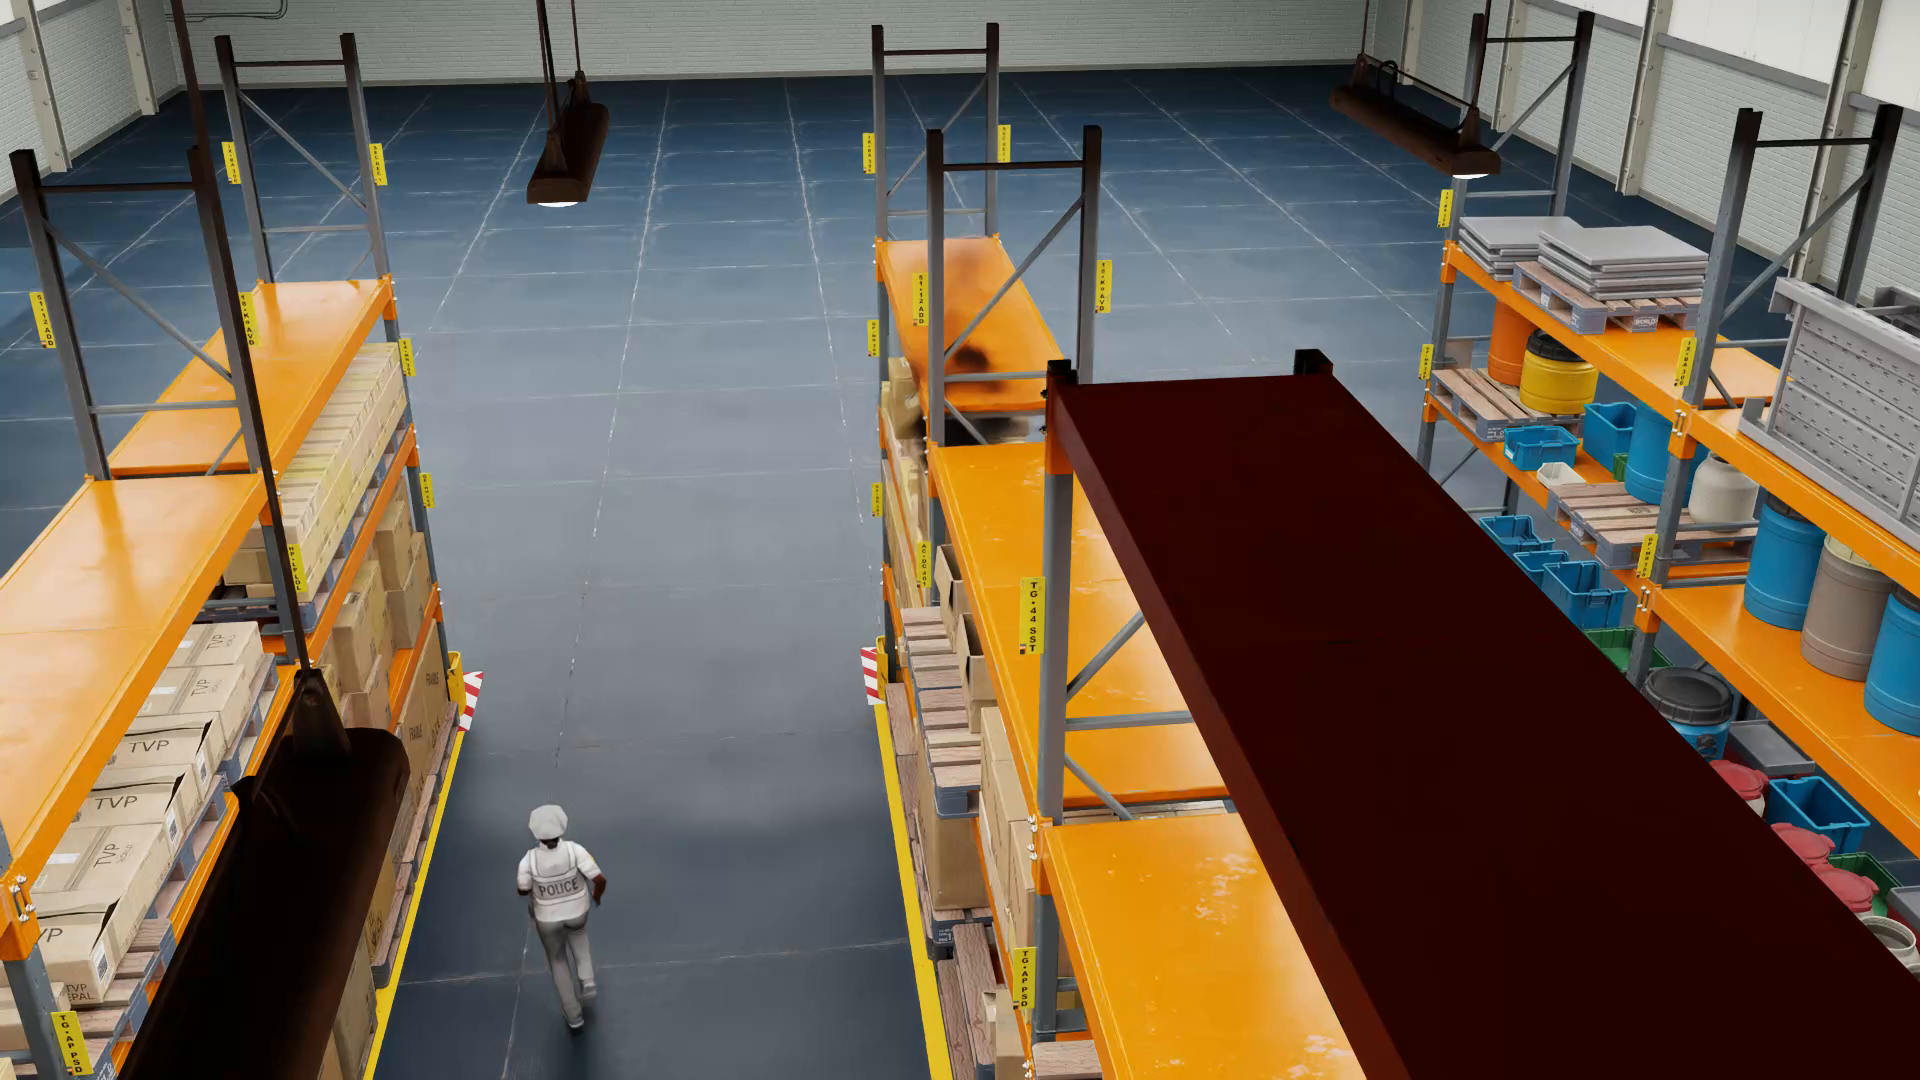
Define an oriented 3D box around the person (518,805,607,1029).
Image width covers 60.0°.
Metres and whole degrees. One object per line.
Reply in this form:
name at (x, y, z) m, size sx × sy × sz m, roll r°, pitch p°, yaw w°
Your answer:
person at (-2.707, 2.491, 11.312) m, size 0.552 × 1.655 × 0.633 m, roll -11°, pitch 28°, yaw -22°
